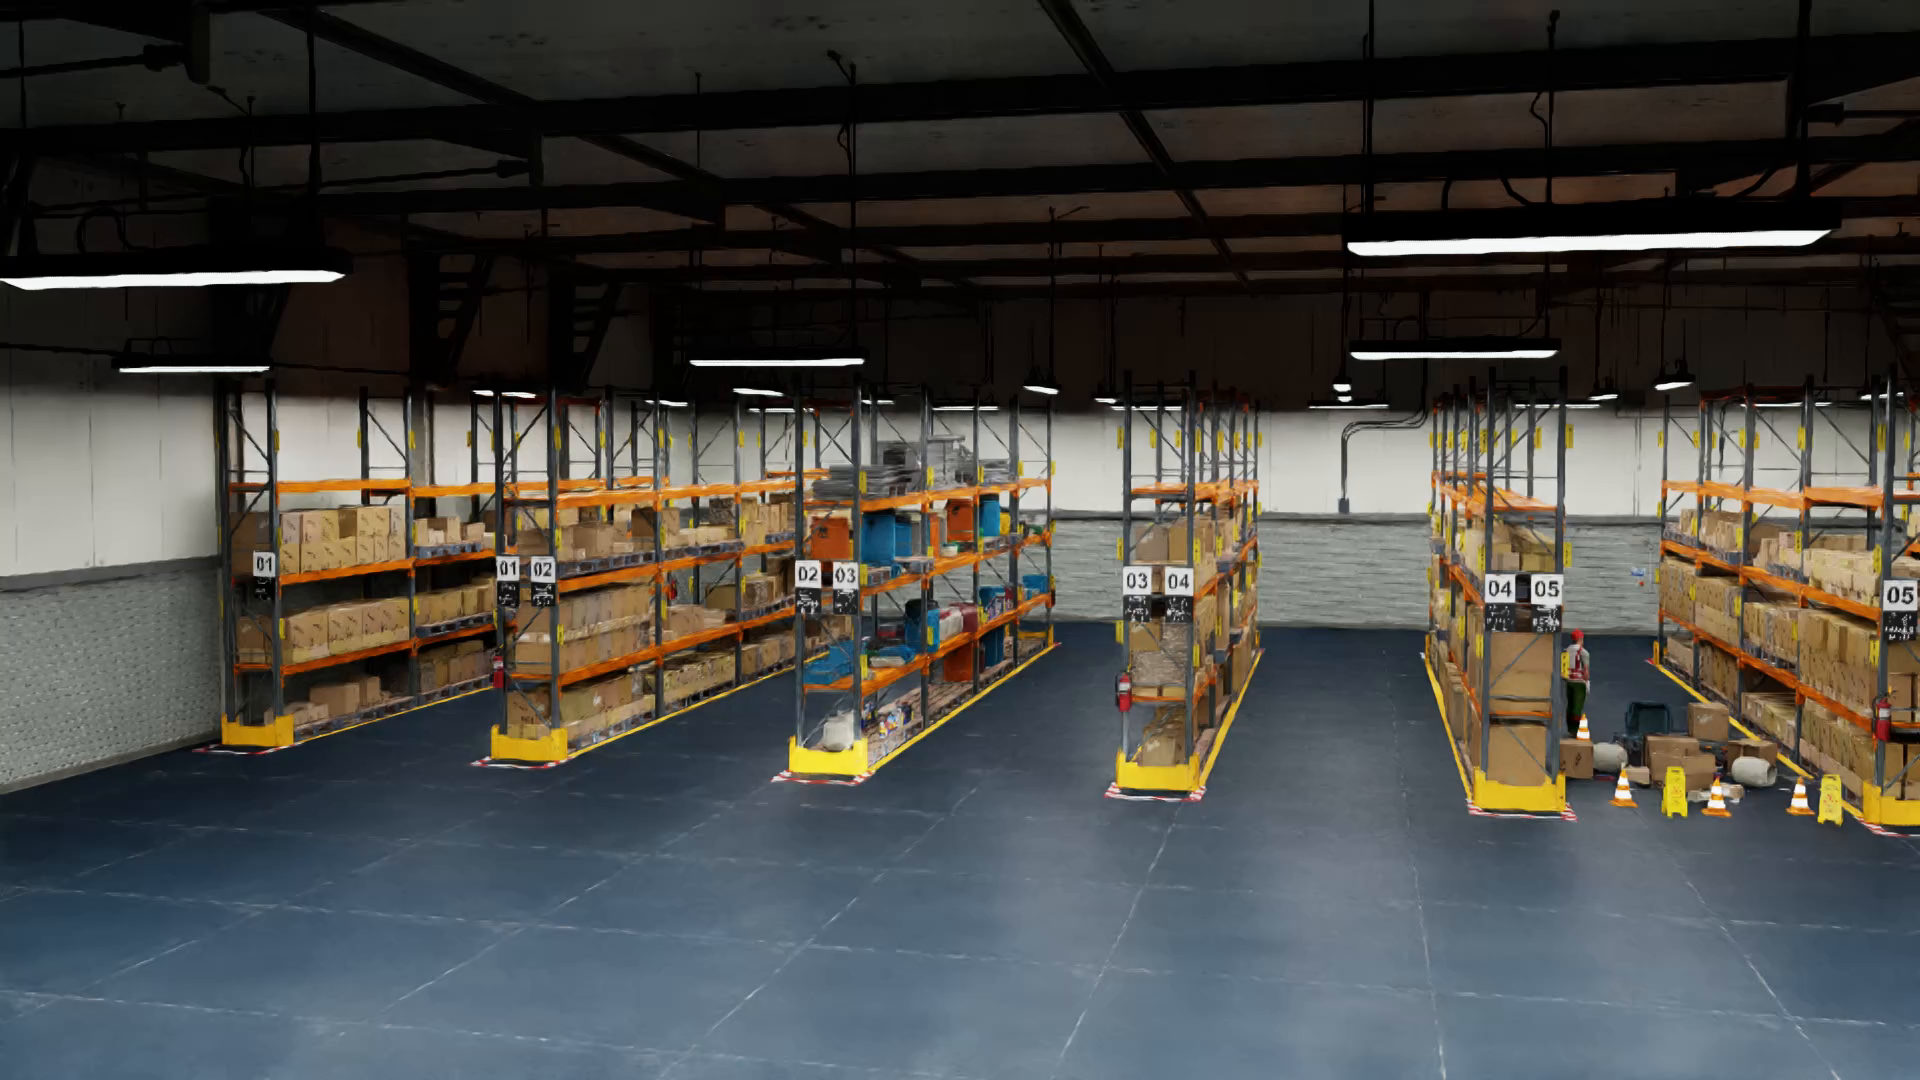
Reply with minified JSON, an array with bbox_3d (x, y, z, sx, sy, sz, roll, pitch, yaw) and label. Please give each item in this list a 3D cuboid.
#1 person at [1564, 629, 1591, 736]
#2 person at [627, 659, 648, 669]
[{"bbox_3d":[10.482,2.400,28.165,0.442,1.790,0.606,-1,4,-17],"label":"person"},{"bbox_3d":[-6.572,2.119,33.902,0.715,1.715,0.572,1,4,12],"label":"person"}]
